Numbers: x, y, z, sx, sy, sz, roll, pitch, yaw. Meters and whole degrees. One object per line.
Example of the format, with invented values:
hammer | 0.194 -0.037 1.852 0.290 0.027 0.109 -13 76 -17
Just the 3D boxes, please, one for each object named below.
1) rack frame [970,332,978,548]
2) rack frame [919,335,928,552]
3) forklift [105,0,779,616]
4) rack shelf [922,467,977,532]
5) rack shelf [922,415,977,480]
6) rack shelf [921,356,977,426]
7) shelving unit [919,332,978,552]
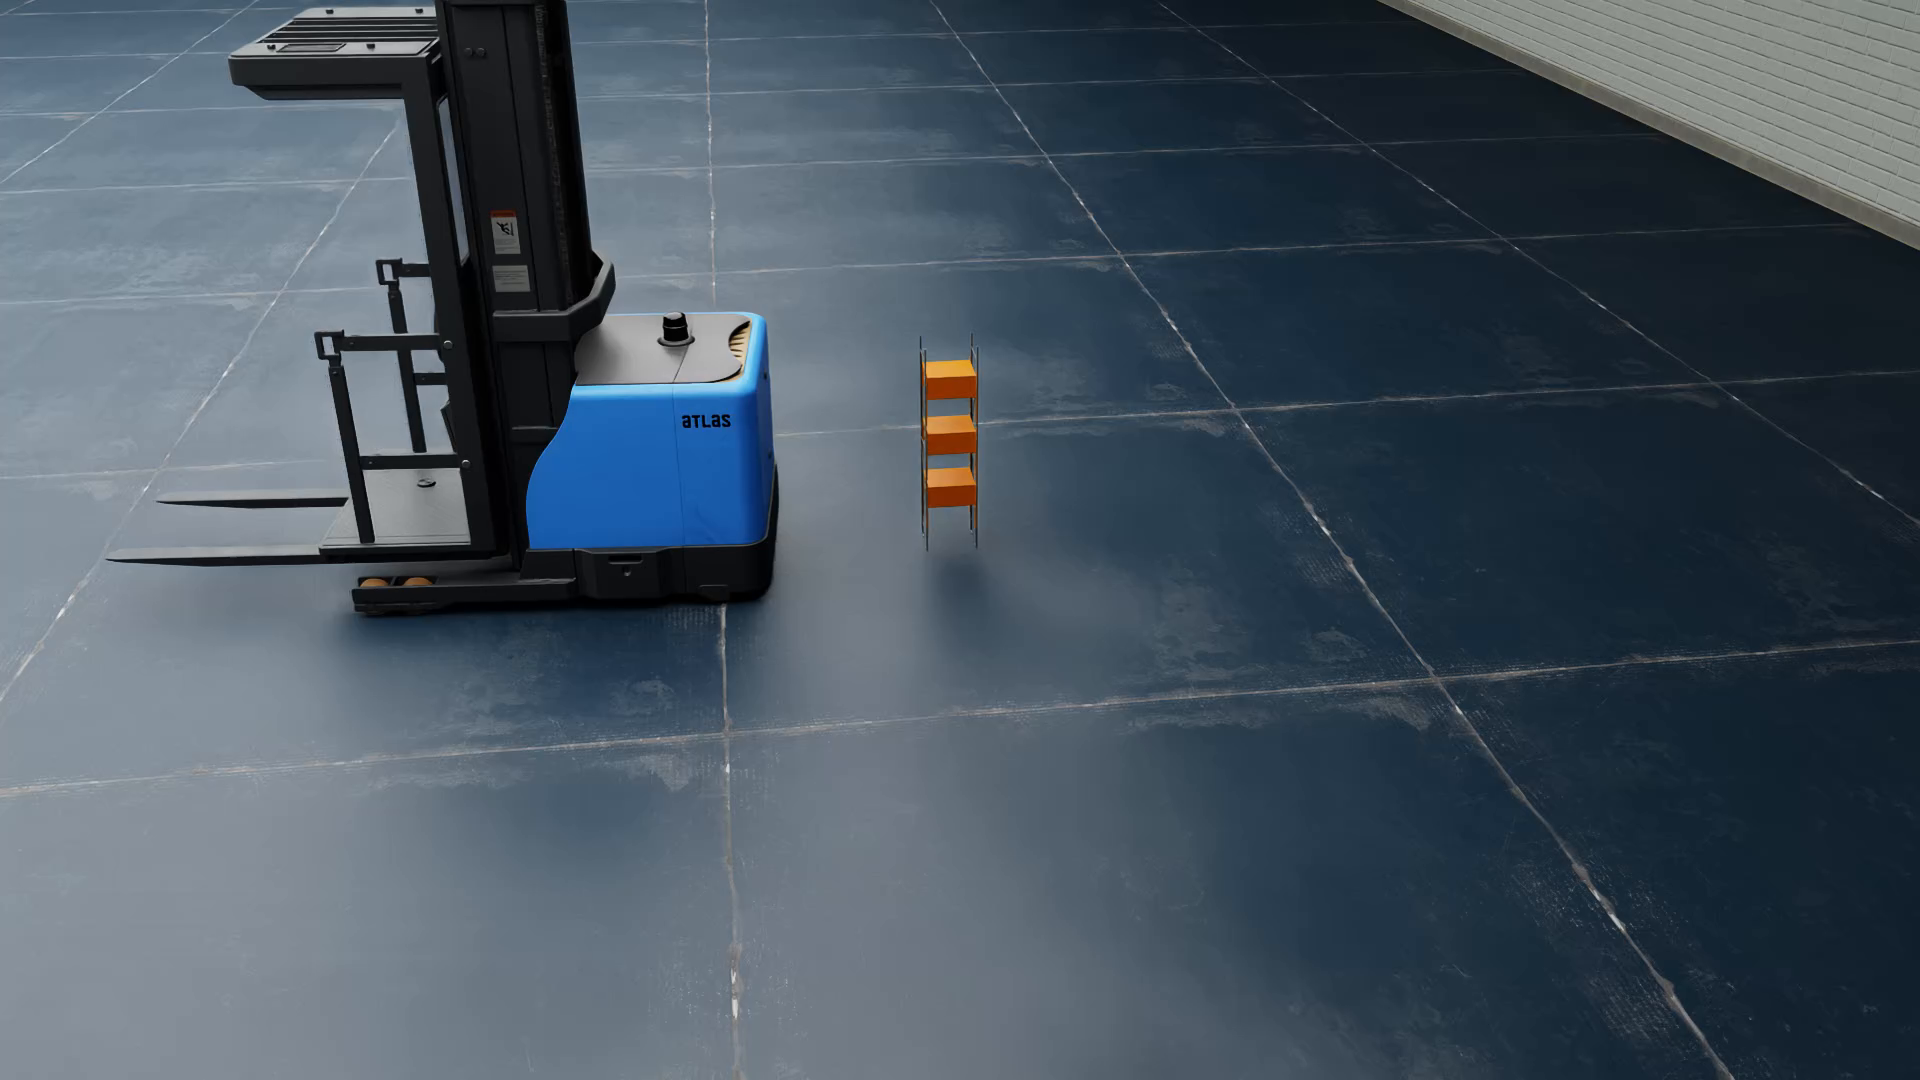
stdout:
rack frame | 0.068 -0.471 8.019 0.008 1.050 0.200 -4 27 -7
rack frame | -0.174 -0.456 7.989 0.008 1.050 0.200 -4 27 -7
forklift | -2.413 -1.208 7.393 3.031 2.935 1.130 -1 27 -3
rack shelf | -0.053 -0.207 8.135 0.240 0.259 0.215 -4 27 -7
rack shelf | -0.053 -0.454 8.009 0.240 0.259 0.215 -4 27 -7
rack shelf | -0.053 -0.707 7.879 0.240 0.259 0.215 -4 27 -7
shelving unit | -0.053 -0.464 8.004 0.252 1.050 0.215 -4 27 -7
